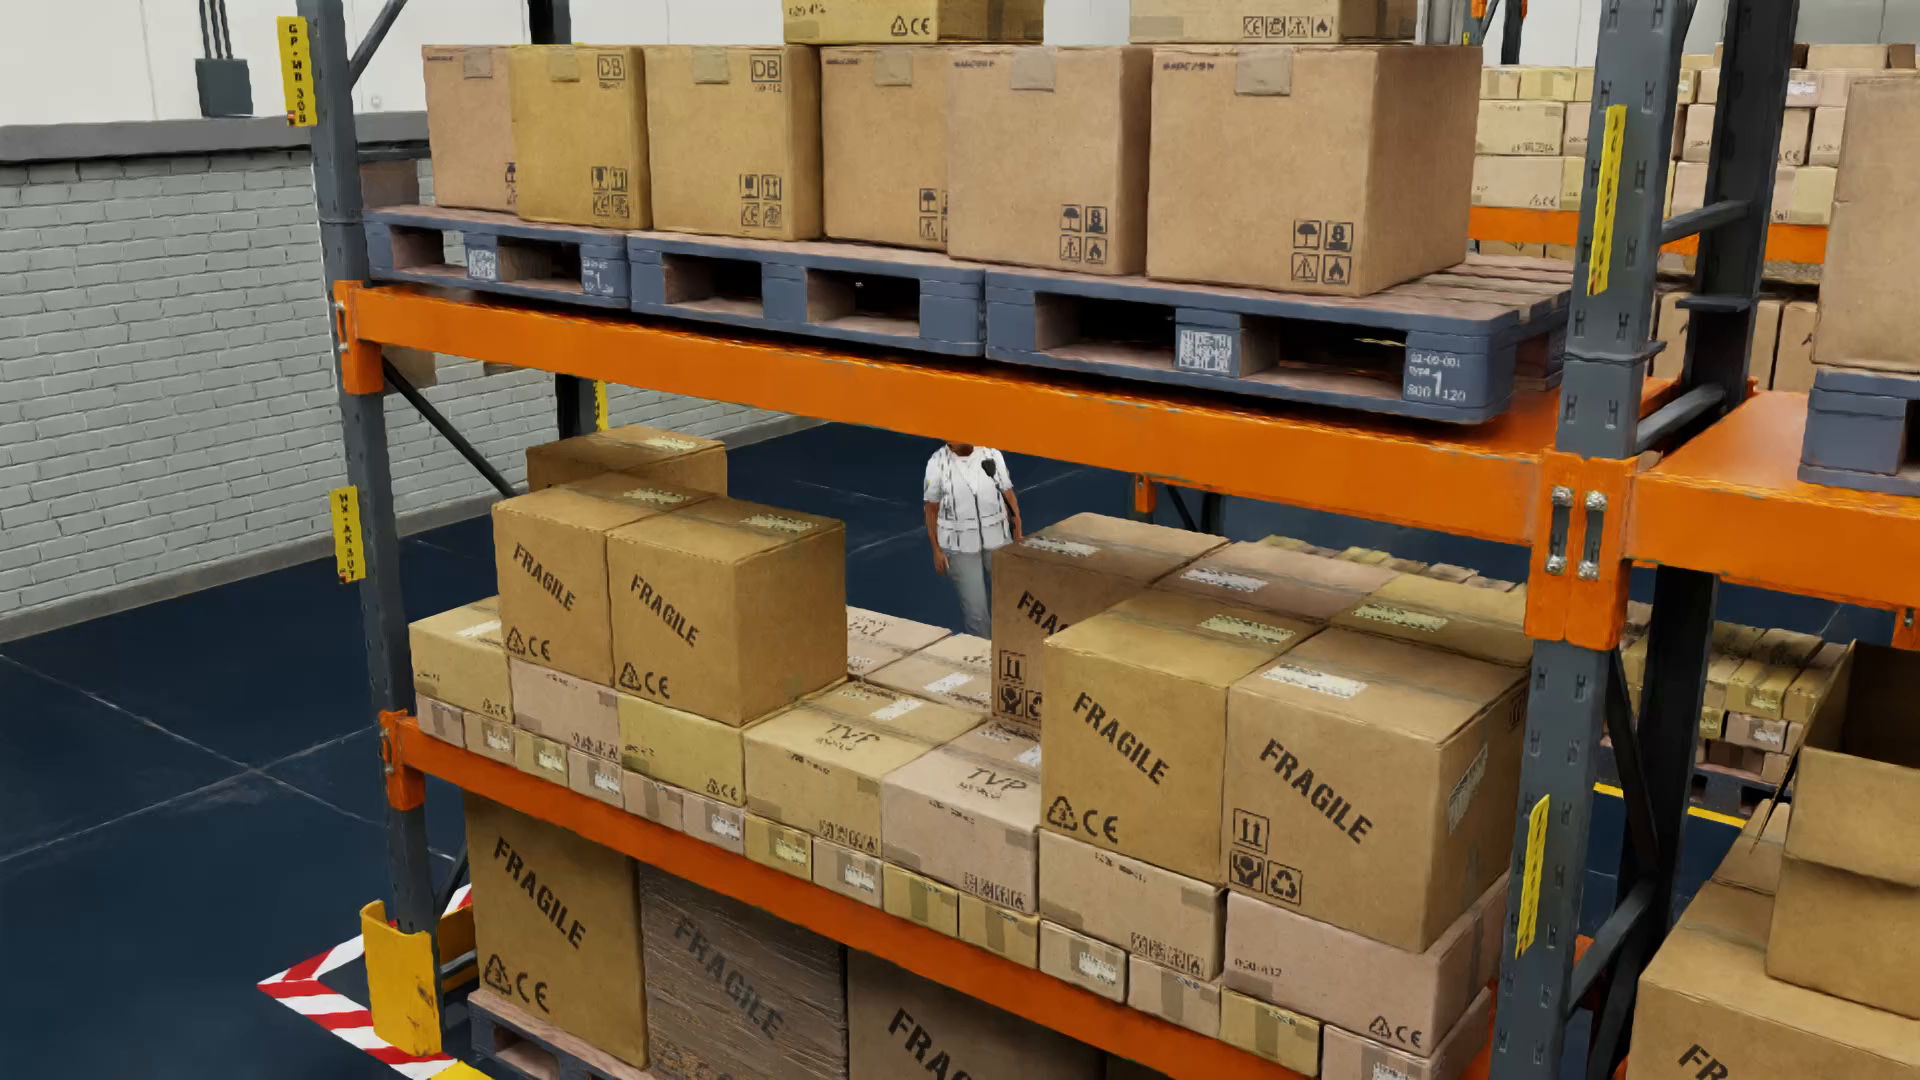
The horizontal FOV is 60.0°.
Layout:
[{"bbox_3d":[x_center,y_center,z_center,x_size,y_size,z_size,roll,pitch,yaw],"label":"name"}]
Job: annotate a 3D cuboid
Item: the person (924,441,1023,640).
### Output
[{"bbox_3d":[0.139,0.051,9.381,0.649,1.653,0.483,-4,17,-13],"label":"person"}]
